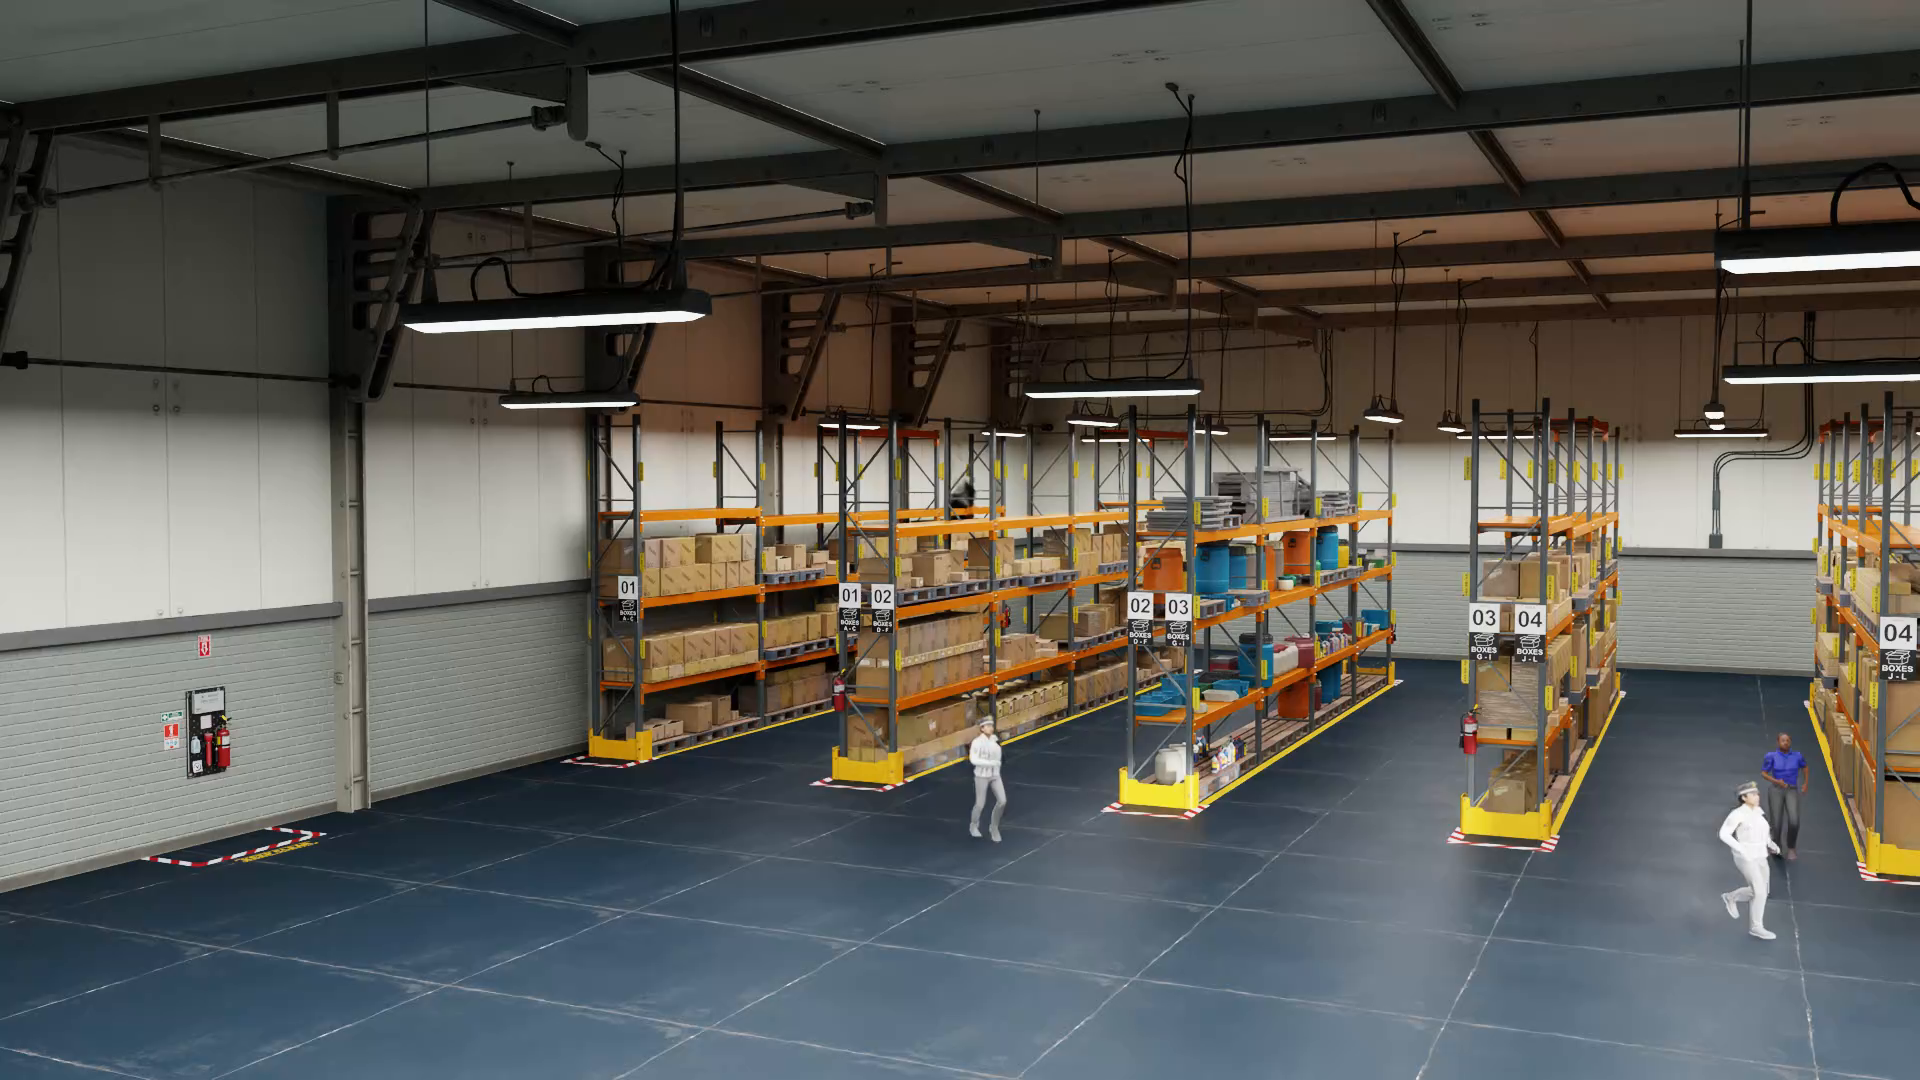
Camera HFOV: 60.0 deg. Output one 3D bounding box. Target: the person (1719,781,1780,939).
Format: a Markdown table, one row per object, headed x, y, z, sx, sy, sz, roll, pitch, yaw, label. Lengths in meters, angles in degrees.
| x | y | z | sx | sy | sz | roll | pitch | yaw | label |
| --- | --- | --- | --- | --- | --- | --- | --- | --- | --- |
| 8.526 | 3.428 | 18.018 | 0.622 | 1.654 | 0.717 | -1 | 3 | -26 | person |

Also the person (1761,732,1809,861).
| x | y | z | sx | sy | sz | roll | pitch | yaw | label |
| --- | --- | --- | --- | --- | --- | --- | --- | --- | --- |
| 10.630 | 3.308 | 21.402 | 0.592 | 1.677 | 0.667 | 1 | 2 | 17 | person |

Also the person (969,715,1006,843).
| x | y | z | sx | sy | sz | roll | pitch | yaw | label |
| --- | --- | --- | --- | --- | --- | --- | --- | --- | --- |
| 0.376 | 3.234 | 22.484 | 0.618 | 1.745 | 0.714 | -2 | 3 | -33 | person |
